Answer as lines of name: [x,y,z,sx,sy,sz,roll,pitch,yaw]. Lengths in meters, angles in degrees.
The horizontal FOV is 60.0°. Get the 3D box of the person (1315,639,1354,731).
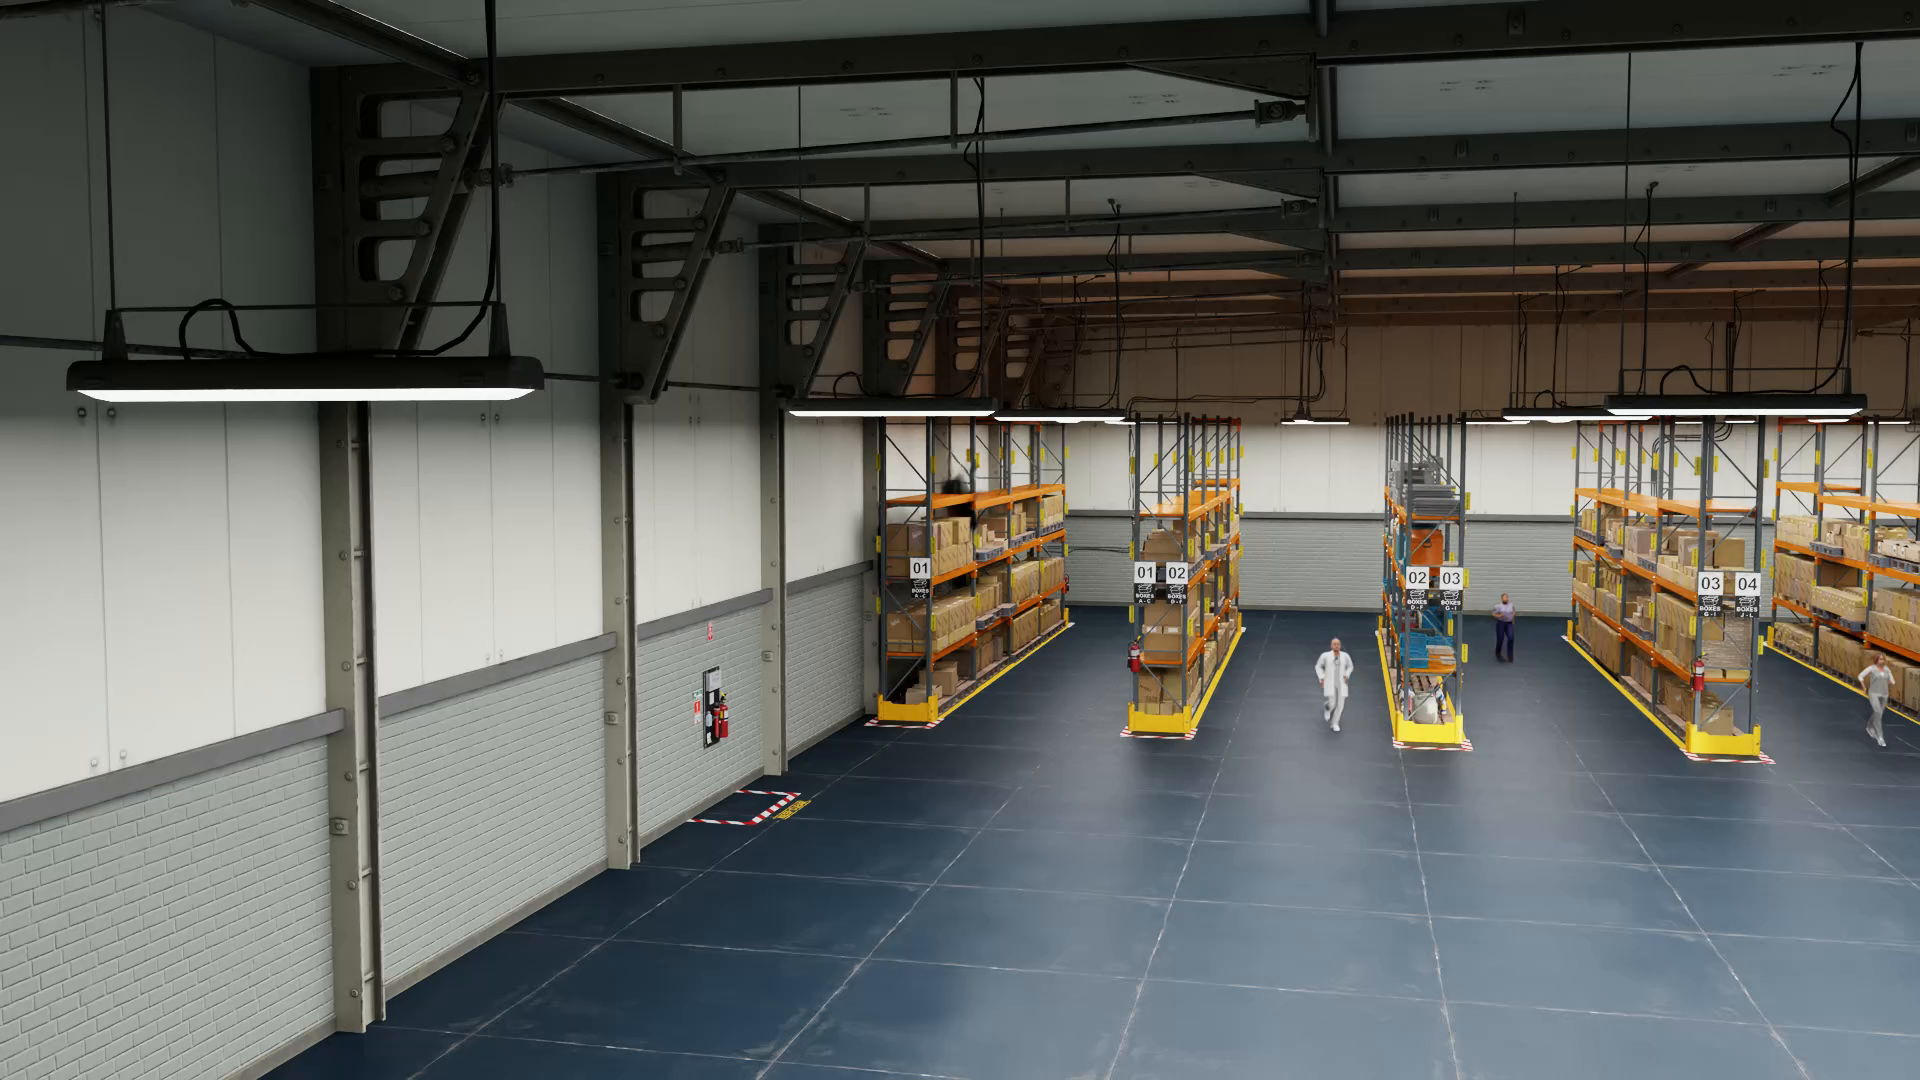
person: [7.113,2.729,31.533,0.707,1.722,0.633,0,4,-1]

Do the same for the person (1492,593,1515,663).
person: [13.341,2.146,40.791,0.593,1.704,0.816,0,4,3]

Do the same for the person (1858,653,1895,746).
person: [16.683,2.863,30.240,0.518,1.630,0.783,0,4,-1]

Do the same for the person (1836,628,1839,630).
person: [23.752,1.851,44.527,0.969,1.753,0.671,1,4,16]
